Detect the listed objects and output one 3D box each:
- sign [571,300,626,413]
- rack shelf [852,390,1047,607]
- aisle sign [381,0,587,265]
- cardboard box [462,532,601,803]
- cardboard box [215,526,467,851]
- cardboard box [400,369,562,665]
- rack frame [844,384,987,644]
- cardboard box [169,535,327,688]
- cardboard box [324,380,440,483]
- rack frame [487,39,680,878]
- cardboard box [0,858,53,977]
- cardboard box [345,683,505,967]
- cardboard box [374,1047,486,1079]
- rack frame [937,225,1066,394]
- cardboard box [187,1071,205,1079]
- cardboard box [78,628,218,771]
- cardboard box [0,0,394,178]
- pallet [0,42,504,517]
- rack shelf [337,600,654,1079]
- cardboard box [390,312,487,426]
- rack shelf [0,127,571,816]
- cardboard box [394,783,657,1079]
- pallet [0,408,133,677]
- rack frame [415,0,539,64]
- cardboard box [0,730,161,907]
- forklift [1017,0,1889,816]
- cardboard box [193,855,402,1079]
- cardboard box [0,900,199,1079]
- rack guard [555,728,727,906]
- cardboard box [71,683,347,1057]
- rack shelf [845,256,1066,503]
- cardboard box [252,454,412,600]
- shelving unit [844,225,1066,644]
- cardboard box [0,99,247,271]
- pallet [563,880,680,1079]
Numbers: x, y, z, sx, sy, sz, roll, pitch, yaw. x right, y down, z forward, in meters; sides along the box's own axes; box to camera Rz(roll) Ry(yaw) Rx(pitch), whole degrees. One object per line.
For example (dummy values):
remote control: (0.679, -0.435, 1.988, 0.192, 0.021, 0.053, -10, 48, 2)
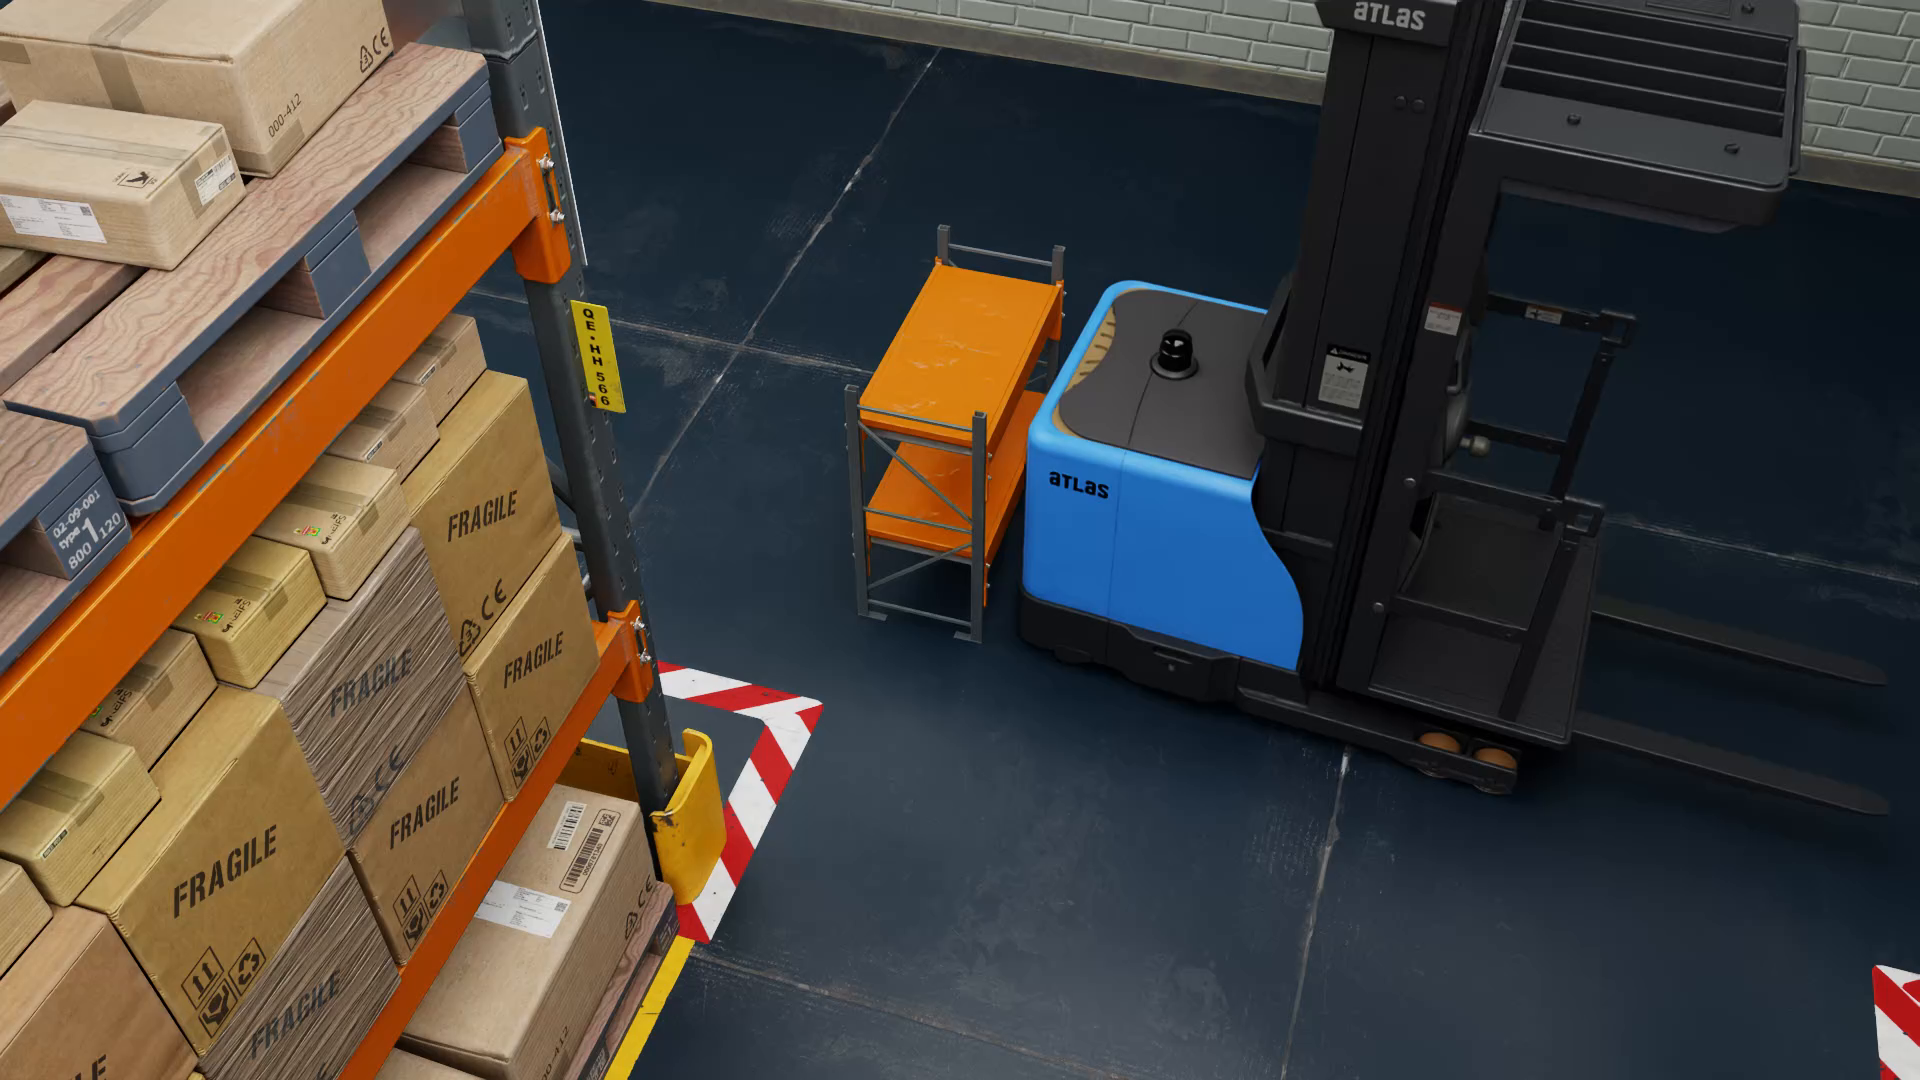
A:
sign: (-0.885, -0.445, 4.063, 0.100, 0.325, 0.005, 13, 46, 13)
rack shelf: (0.002, -0.232, 6.532, 0.538, 0.278, 1.000, 13, 46, 13)
aisle sign: (-1.081, -0.982, 3.750, 0.394, 0.787, 0.004, 13, 46, 13)
cardboard box: (-1.292, 0.271, 4.256, 0.500, 0.500, 0.500, 13, 46, 13)
cardboard box: (-1.448, 0.263, 3.550, 0.500, 0.500, 0.500, 13, 46, 13)
cardboard box: (-1.318, -0.092, 3.913, 0.500, 0.500, 0.500, 14, 46, 14)
rack frame: (-0.152, -0.068, 6.015, 0.500, 1.125, 0.032, 13, 46, 13)
cardboard box: (-1.484, 0.110, 3.243, 0.380, 0.149, 0.250, 14, 46, 13)
cardboard box: (-1.370, -0.239, 3.600, 0.380, 0.149, 0.250, 13, 46, 13)
rack frame: (-1.398, -0.070, 4.677, 1.000, 3.000, 0.127, 13, 46, 13)
cardboard box: (-1.748, 0.619, 2.722, 0.380, 0.149, 0.250, 14, 46, 14)
cardboard box: (-1.459, 0.603, 3.918, 0.500, 0.500, 0.500, 12, 46, 12)
cardboard box: (-1.772, 1.768, 4.330, 0.875, 0.438, 0.875, 14, 46, 14)
rack frame: (0.156, -0.745, 6.707, 0.500, 1.125, 0.032, 13, 46, 13)
cardboard box: (-1.749, 1.295, 3.211, 0.500, 0.500, 0.500, 14, 46, 14)
cardboard box: (-1.630, 0.269, 3.080, 0.380, 0.149, 0.250, 12, 46, 12)
cardboard box: (-1.449, -0.956, 3.173, 0.500, 0.250, 0.500, 9, 45, 9)
pallet: (-1.613, -0.614, 3.152, 1.003, 0.211, 1.213, 13, 46, 13)
rack shelf: (-2.004, 1.520, 3.567, 1.077, 0.370, 4.000, 13, 46, 13)
cardboard box: (-1.316, -0.414, 3.778, 0.380, 0.149, 0.250, 13, 46, 13)
rack shelf: (-2.004, 0.448, 2.517, 1.077, 0.370, 4.000, 13, 46, 13)
cardboard box: (-1.503, 1.156, 4.955, 0.875, 0.438, 0.875, 11, 45, 11)
pallet: (-1.981, 0.202, 2.318, 1.003, 0.211, 1.213, 13, 46, 13)
rack frame: (-1.398, -2.215, 2.579, 1.000, 3.000, 0.127, 13, 46, 13)
cardboard box: (-1.650, 0.448, 2.897, 0.380, 0.149, 0.250, 14, 46, 13)
forklift: (1.785, -0.581, 5.249, 3.031, 2.935, 1.130, 15, 46, 15)
cardboard box: (-1.605, 0.948, 3.565, 0.500, 0.500, 0.500, 14, 46, 14)
cardboard box: (-1.755, 0.927, 2.872, 0.500, 0.500, 0.500, 12, 46, 12)
rack guard: (-1.391, 0.807, 5.568, 1.175, 0.500, 0.348, 13, 46, 13)
cardboard box: (-1.601, 0.592, 3.214, 0.500, 0.500, 0.500, 12, 46, 12)
rack shelf: (0.002, -0.616, 6.156, 0.538, 0.278, 1.000, 13, 46, 13)
cardboard box: (-1.368, -0.050, 3.406, 0.380, 0.149, 0.250, 12, 46, 12)
shelving unit: (0.002, -0.407, 6.361, 0.538, 1.125, 1.048, 13, 46, 13)
cardboard box: (-1.500, -0.623, 2.905, 0.380, 0.149, 0.250, 9, 45, 9)
pallet: (-1.566, 1.476, 5.091, 1.003, 0.211, 1.213, 13, 46, 13)
